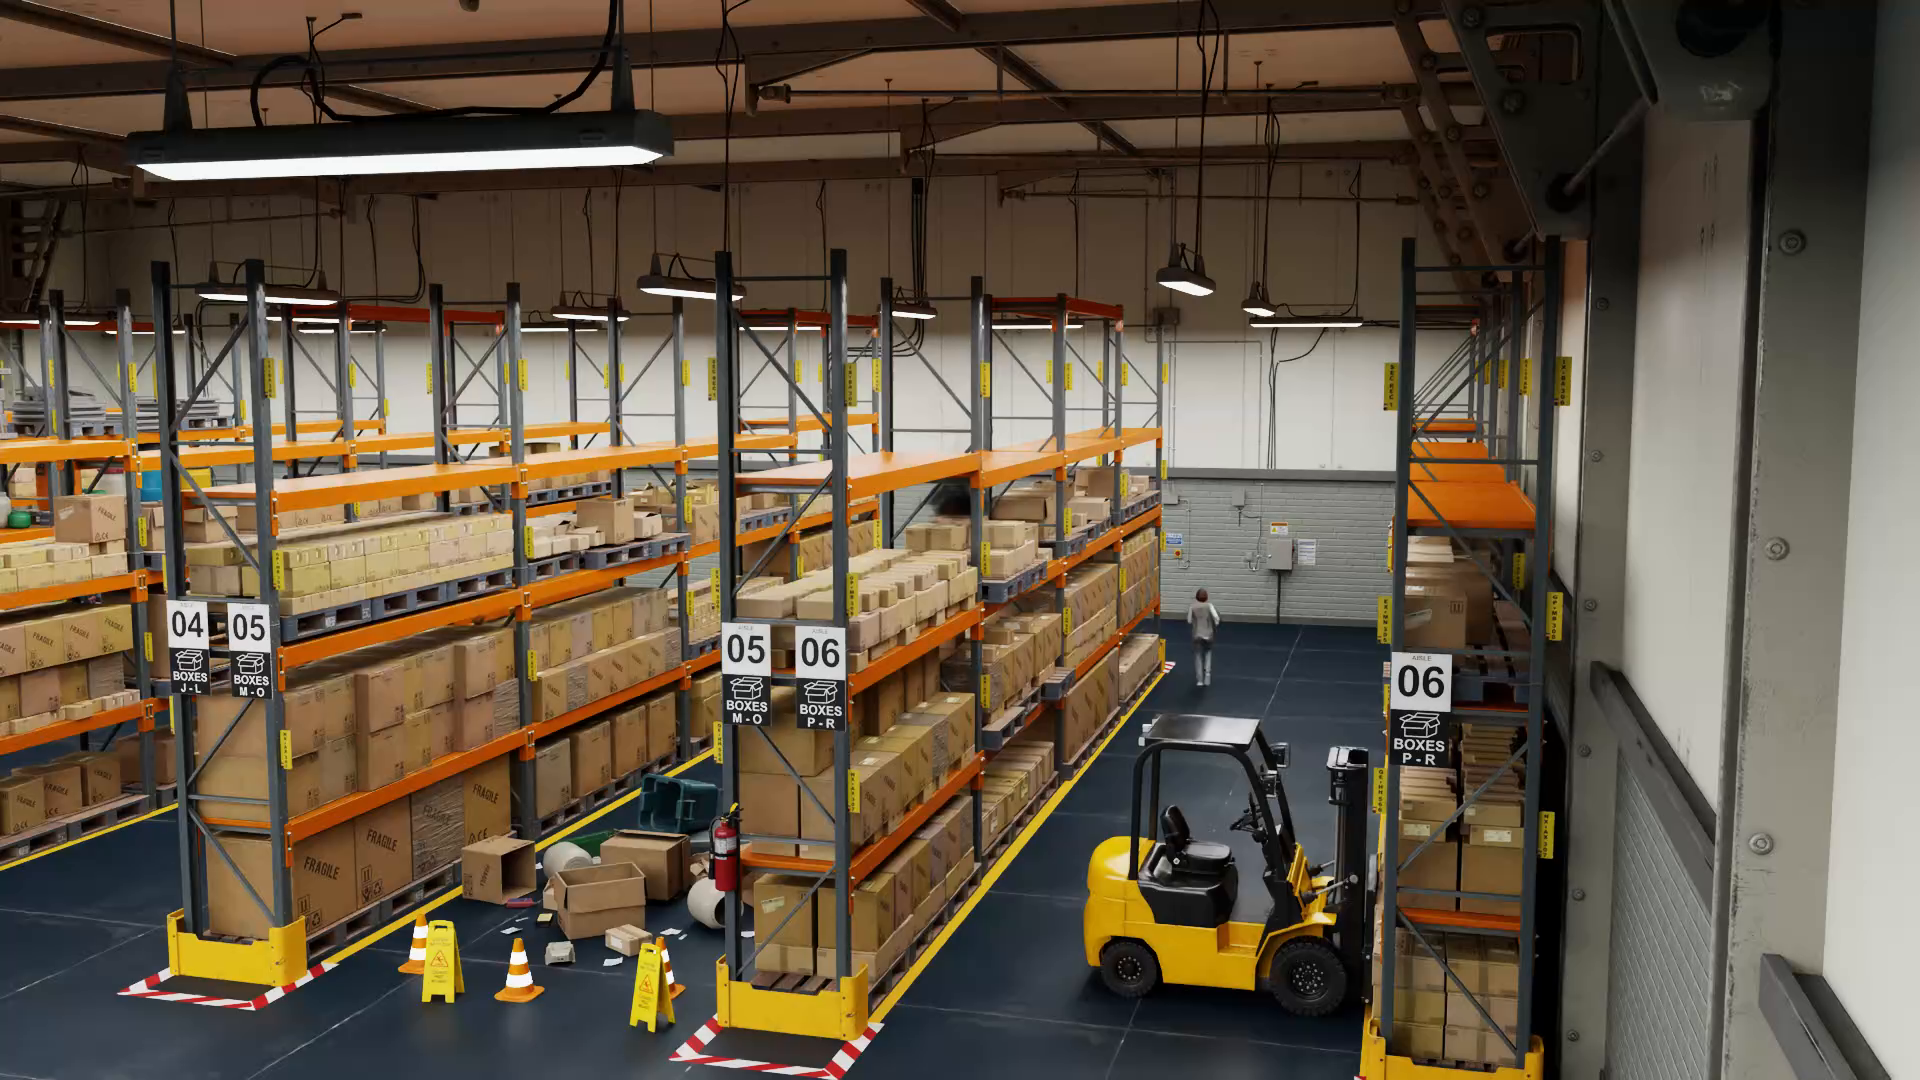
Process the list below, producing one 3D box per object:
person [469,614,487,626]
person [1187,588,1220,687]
[{"bbox_3d":[-6.746,1.791,23.430,0.695,1.767,0.942,2,6,17],"label":"person"},{"bbox_3d":[3.890,1.565,26.595,0.505,1.583,0.667,1,6,7],"label":"person"}]
